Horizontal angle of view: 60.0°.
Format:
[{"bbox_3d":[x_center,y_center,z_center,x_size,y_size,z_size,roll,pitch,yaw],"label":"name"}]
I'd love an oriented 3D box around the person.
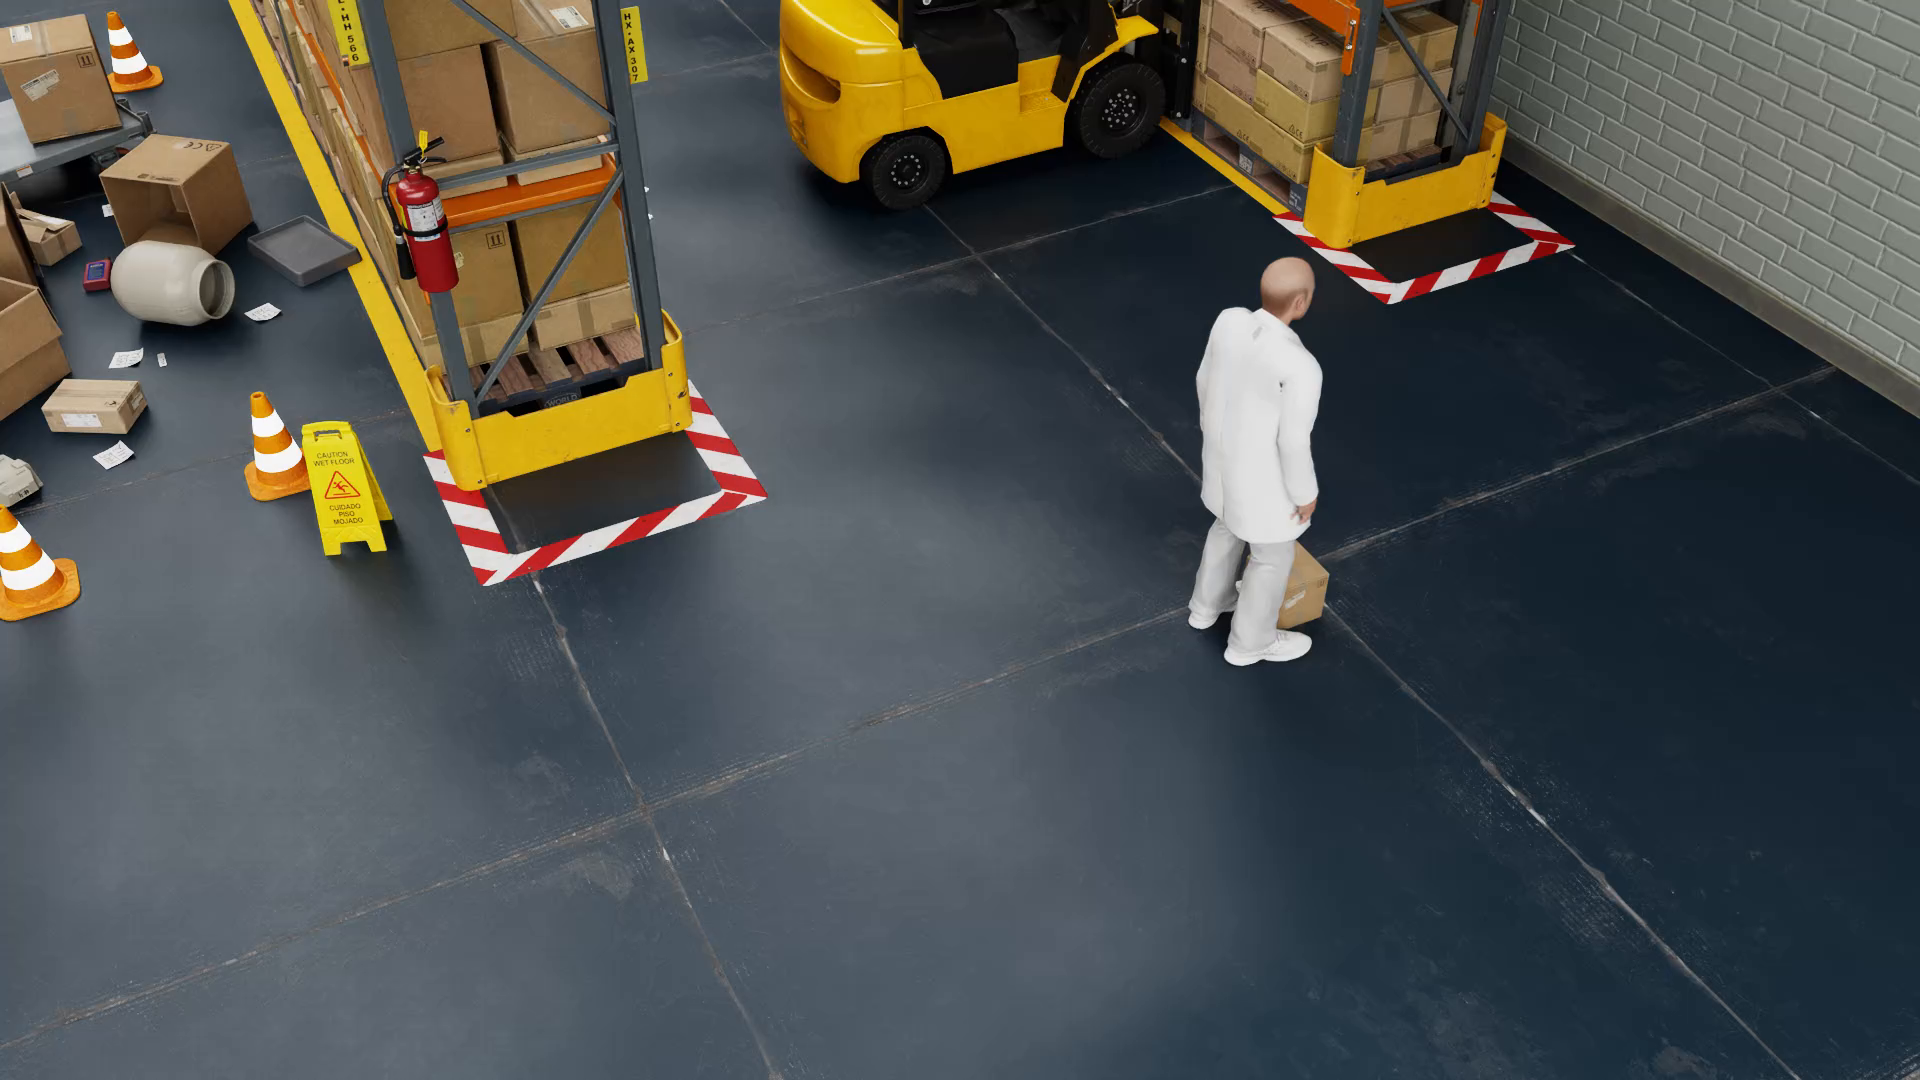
[{"bbox_3d":[1.163,-0.304,6.524,0.429,1.772,0.646,-21,45,-23],"label":"person"}]
